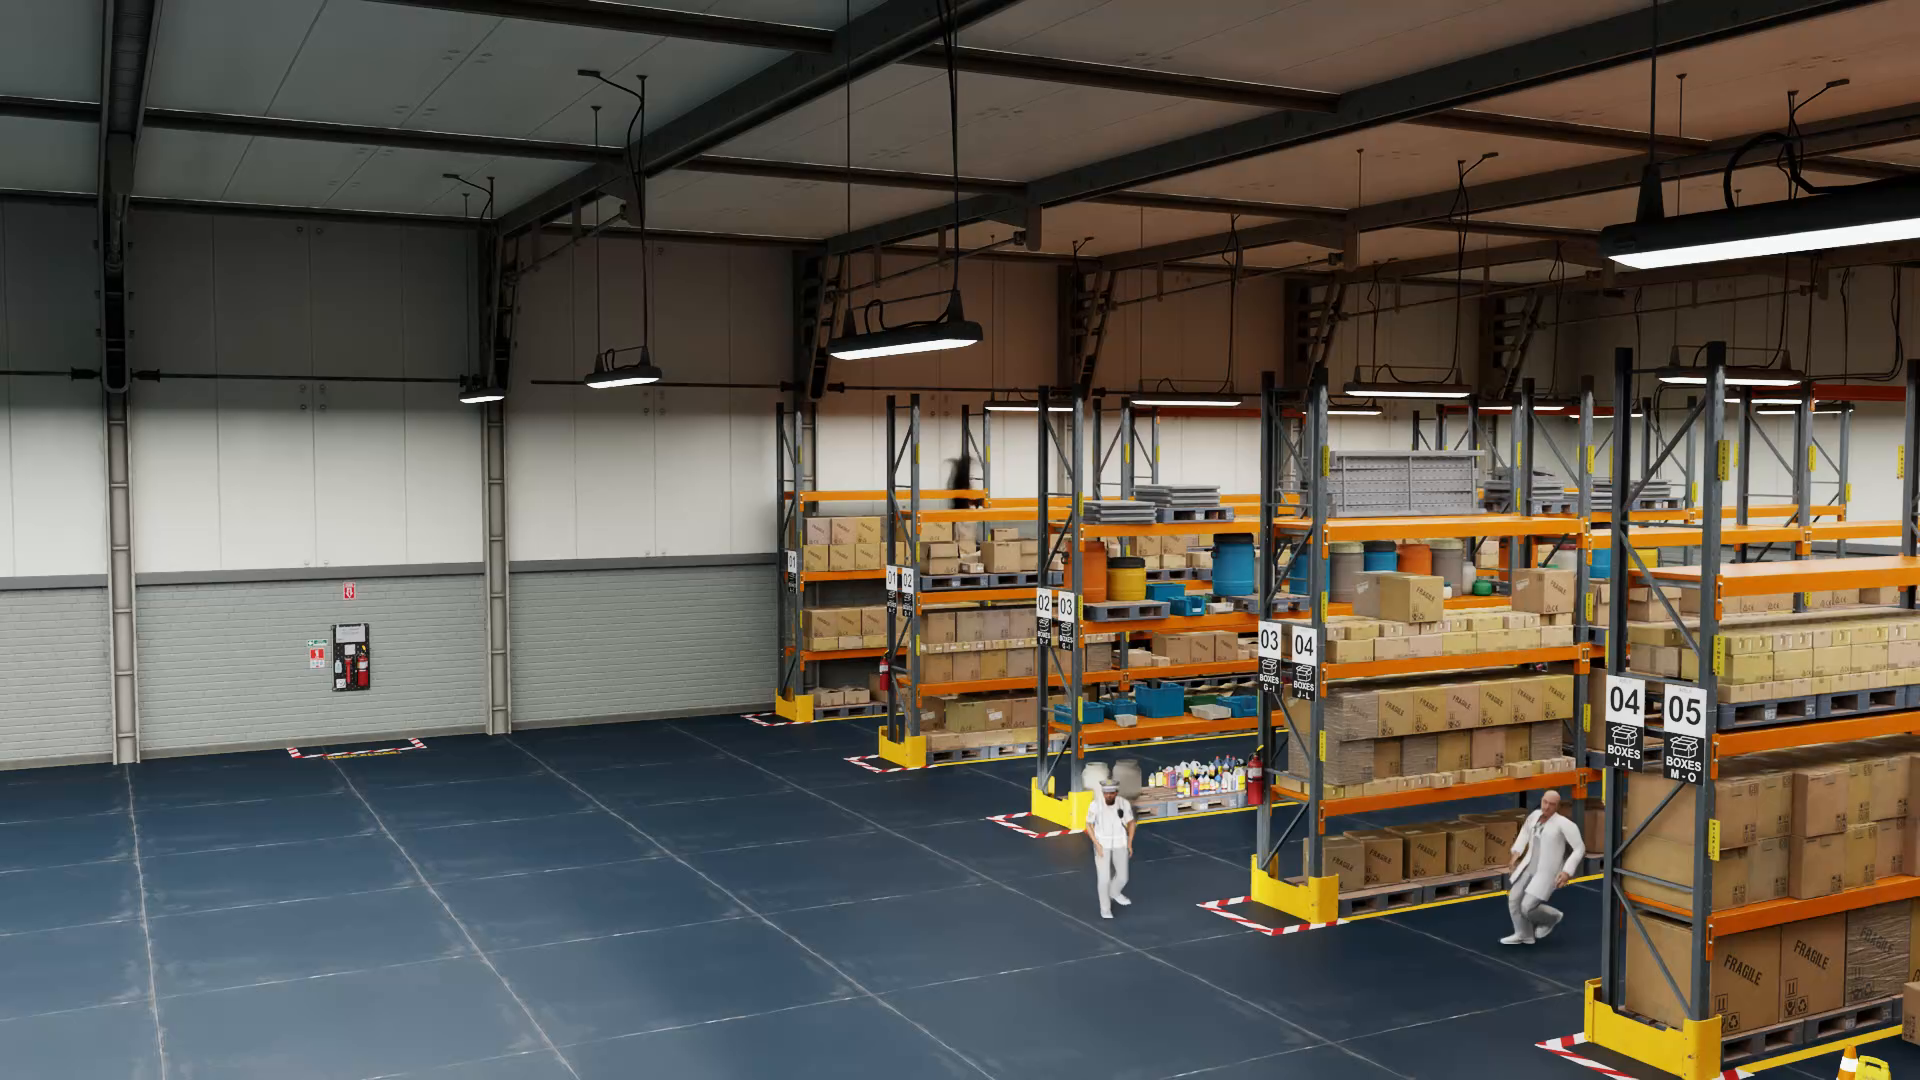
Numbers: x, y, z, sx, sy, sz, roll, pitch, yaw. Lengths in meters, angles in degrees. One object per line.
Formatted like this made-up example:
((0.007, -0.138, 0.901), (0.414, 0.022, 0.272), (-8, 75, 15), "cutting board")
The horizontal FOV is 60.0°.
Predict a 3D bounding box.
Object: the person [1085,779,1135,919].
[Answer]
((1.650, 3.343, 18.273), (0.584, 1.578, 0.809), (0, 3, -7), "person")

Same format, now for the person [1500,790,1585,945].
((6.000, 3.366, 16.972), (0.601, 1.678, 0.803), (-2, 4, -29), "person")
